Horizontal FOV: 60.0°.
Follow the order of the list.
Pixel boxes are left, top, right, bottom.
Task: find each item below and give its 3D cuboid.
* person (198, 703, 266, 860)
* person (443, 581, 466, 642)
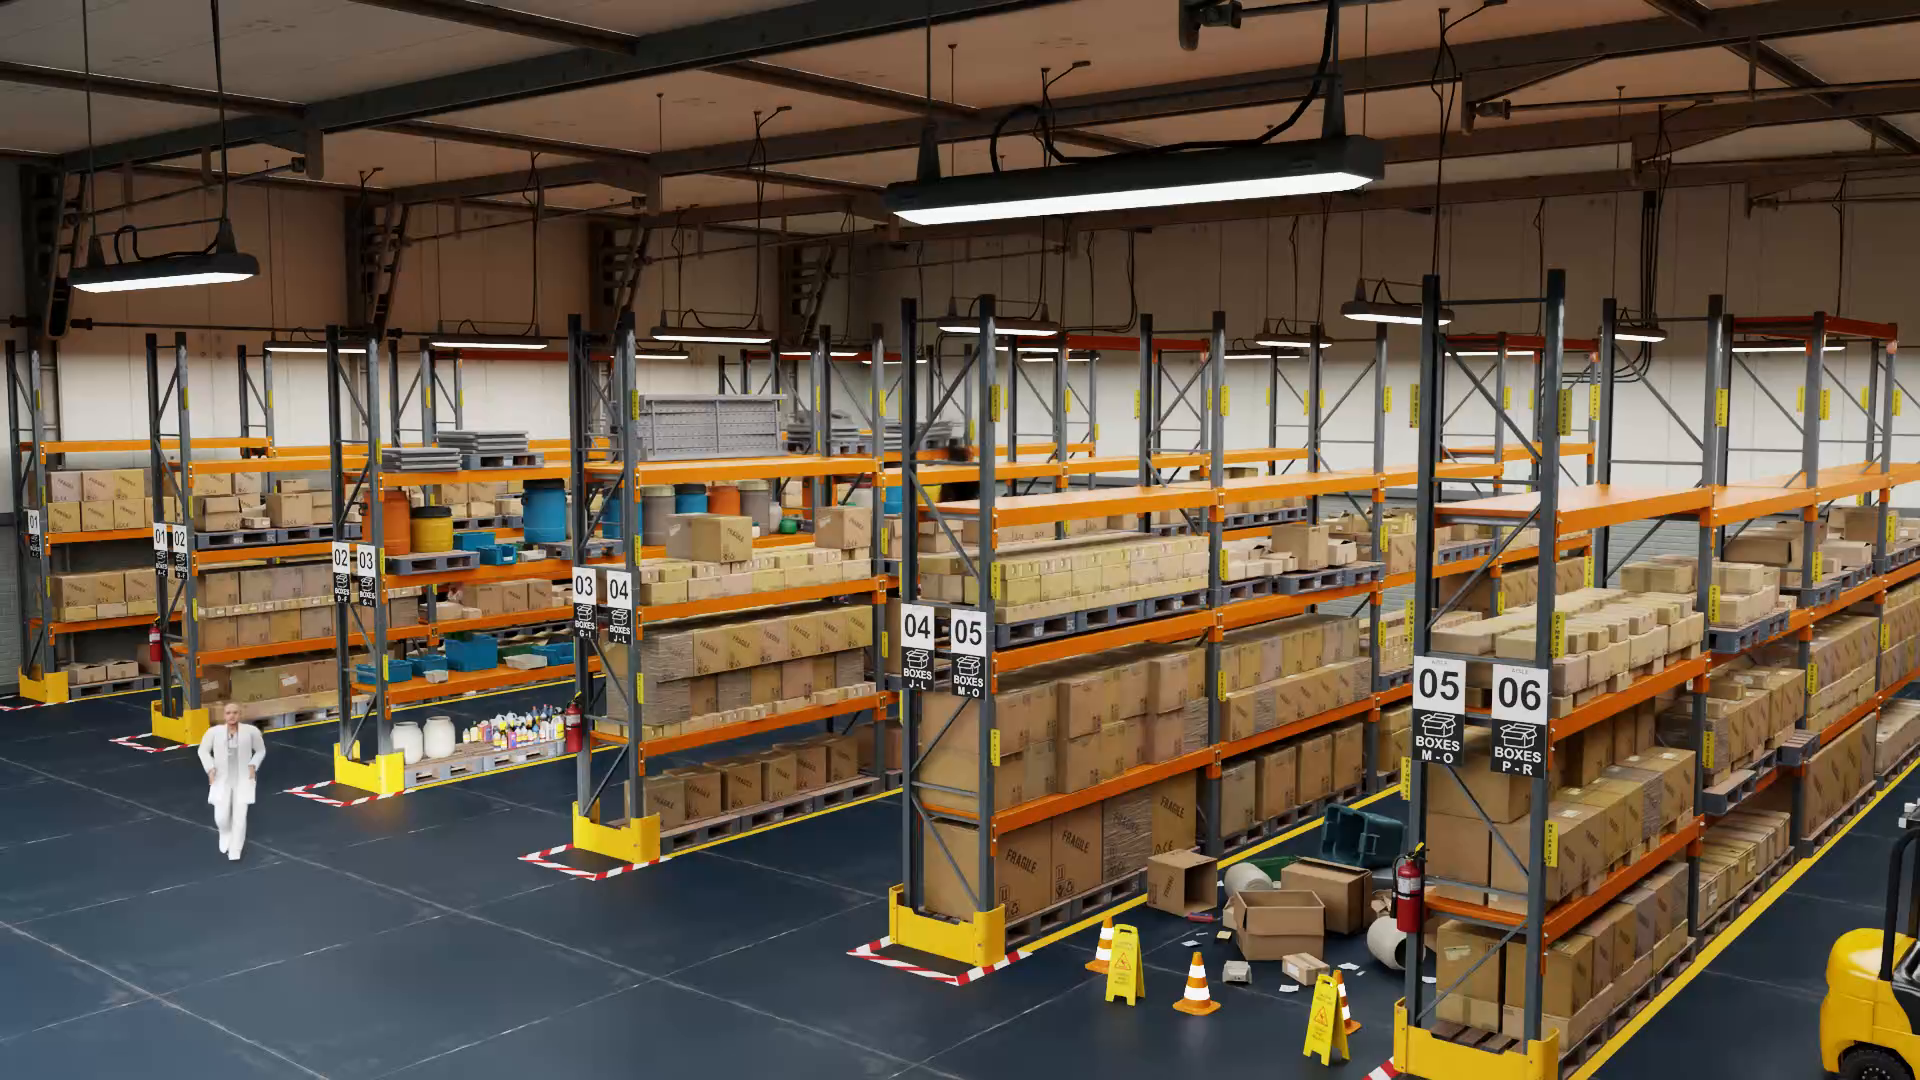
[{"bbox_3d":[-7.992,2.652,18.281,0.687,1.731,0.630,-2,6,-22],"label":"person"},{"bbox_3d":[-9.178,1.534,30.305,0.657,1.777,0.872,4,6,35],"label":"person"}]
